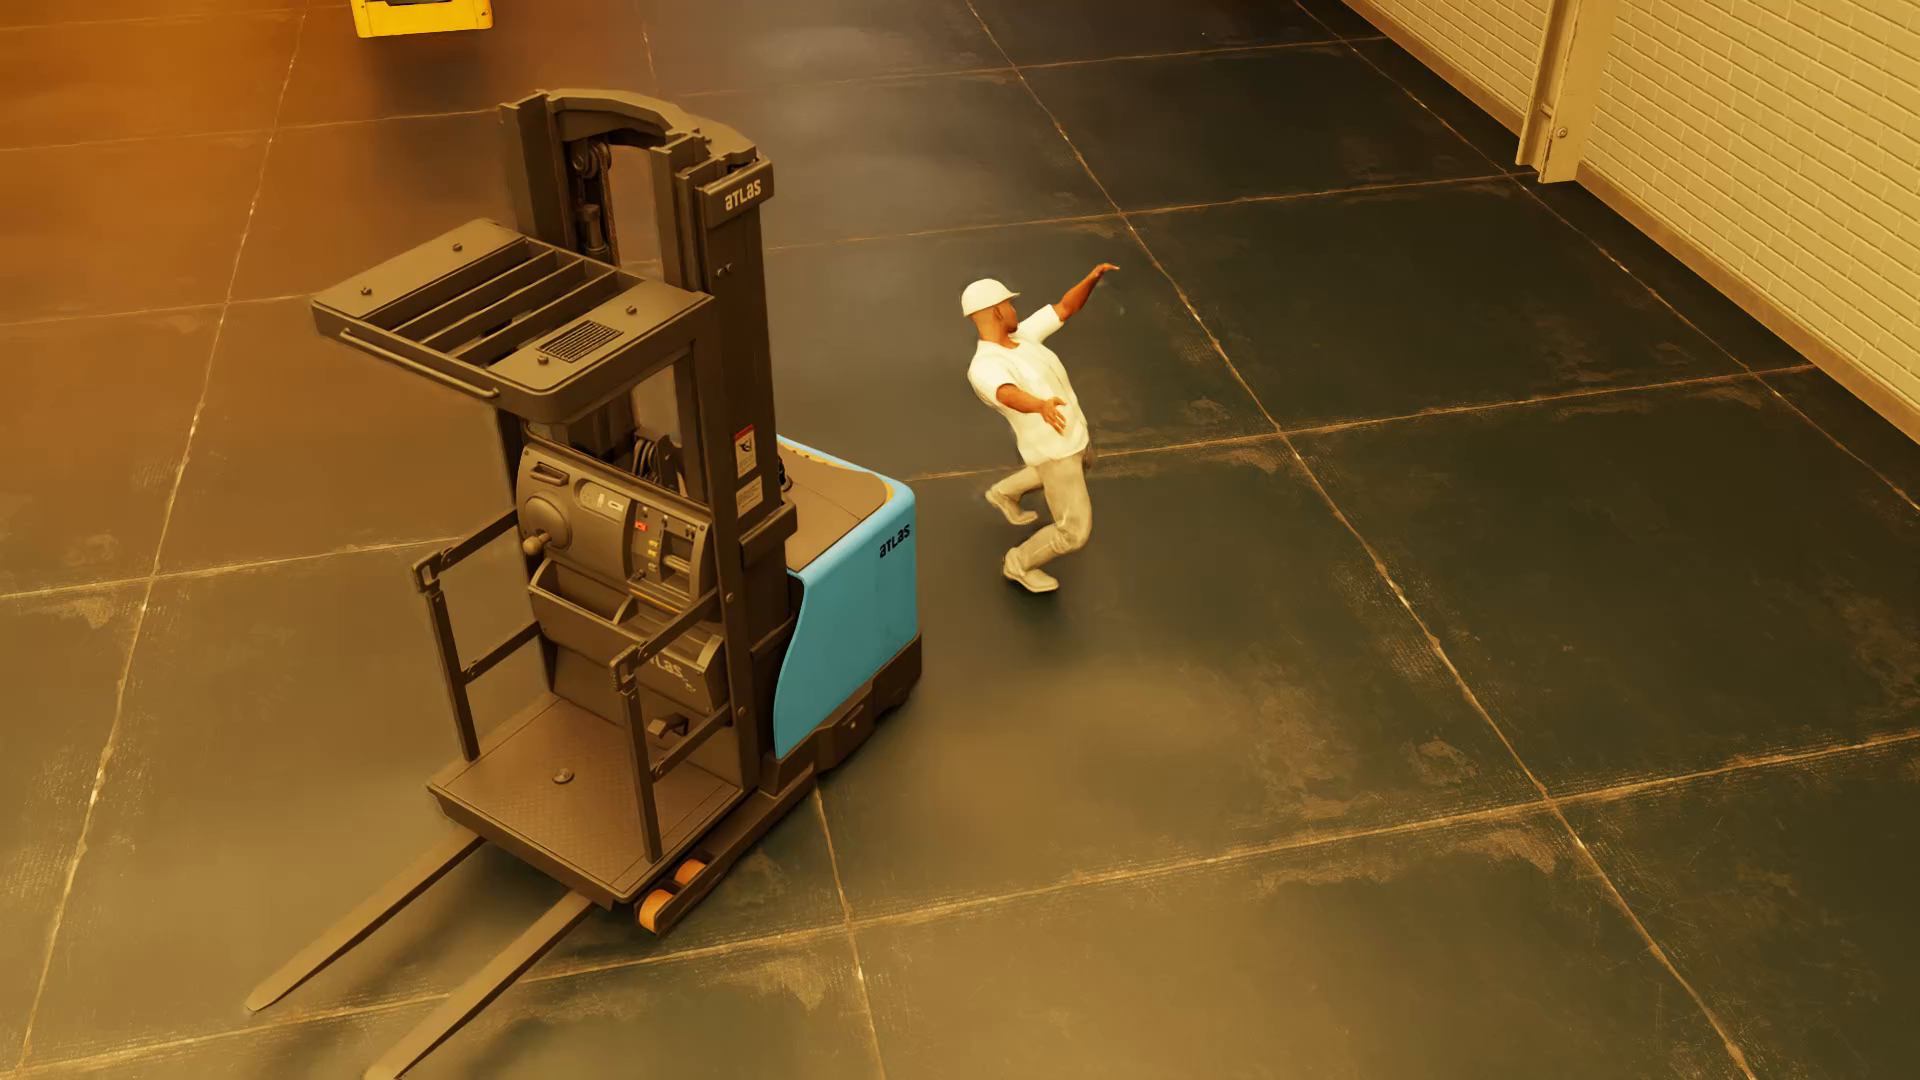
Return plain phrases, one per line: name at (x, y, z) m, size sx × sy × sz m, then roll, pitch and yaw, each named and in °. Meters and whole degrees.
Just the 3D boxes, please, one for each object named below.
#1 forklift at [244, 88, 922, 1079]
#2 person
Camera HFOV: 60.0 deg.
forklift at (-1.415, 0.013, 6.032) m, size 1.130 × 2.935 × 3.031 m, roll 22°, pitch 41°, yaw 27°
person at (0.332, -0.437, 7.779) m, size 0.715 × 1.583 × 1.103 m, roll 4°, pitch 36°, yaw 5°
